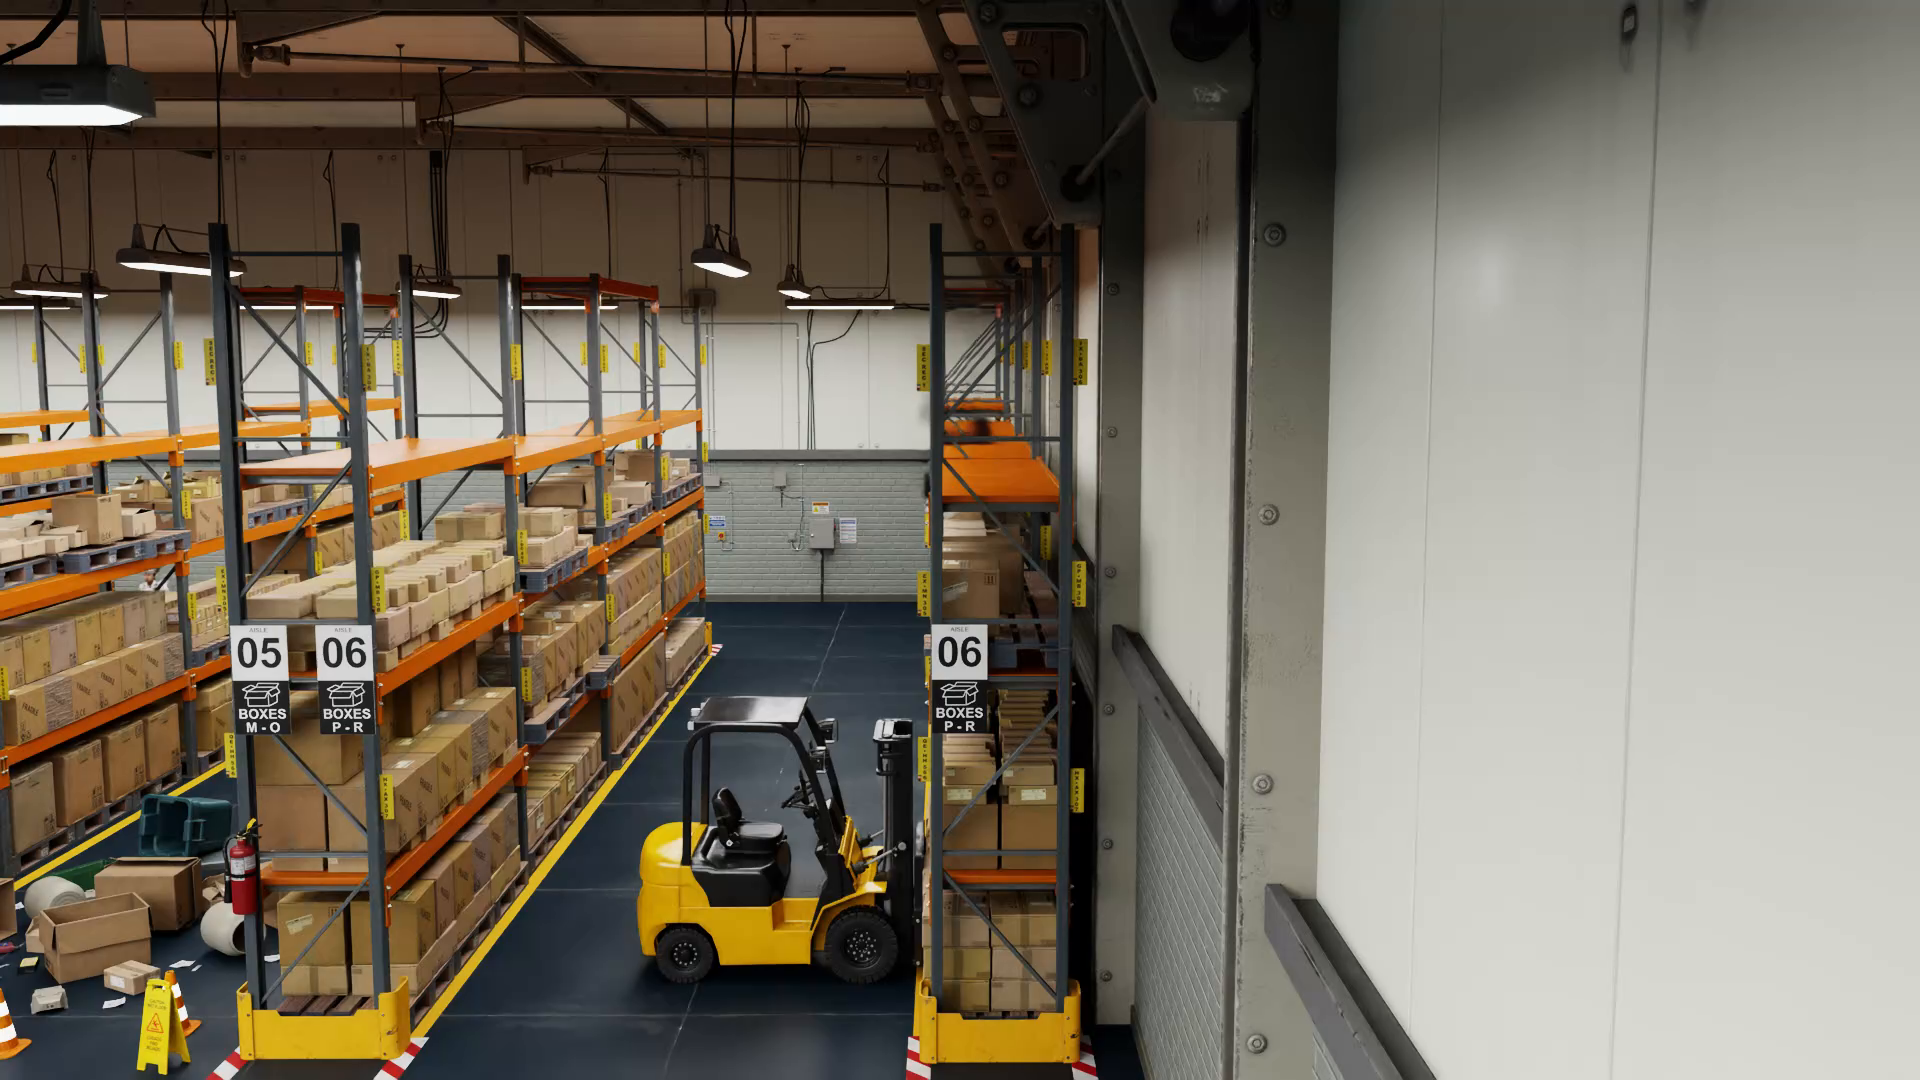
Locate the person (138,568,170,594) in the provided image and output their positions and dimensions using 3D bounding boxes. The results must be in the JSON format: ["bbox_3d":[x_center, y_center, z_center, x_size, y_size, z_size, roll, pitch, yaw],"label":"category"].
[{"bbox_3d":[-12.920,1.251,26.691,0.609,1.709,0.802,-1,7,-8],"label":"person"}]
